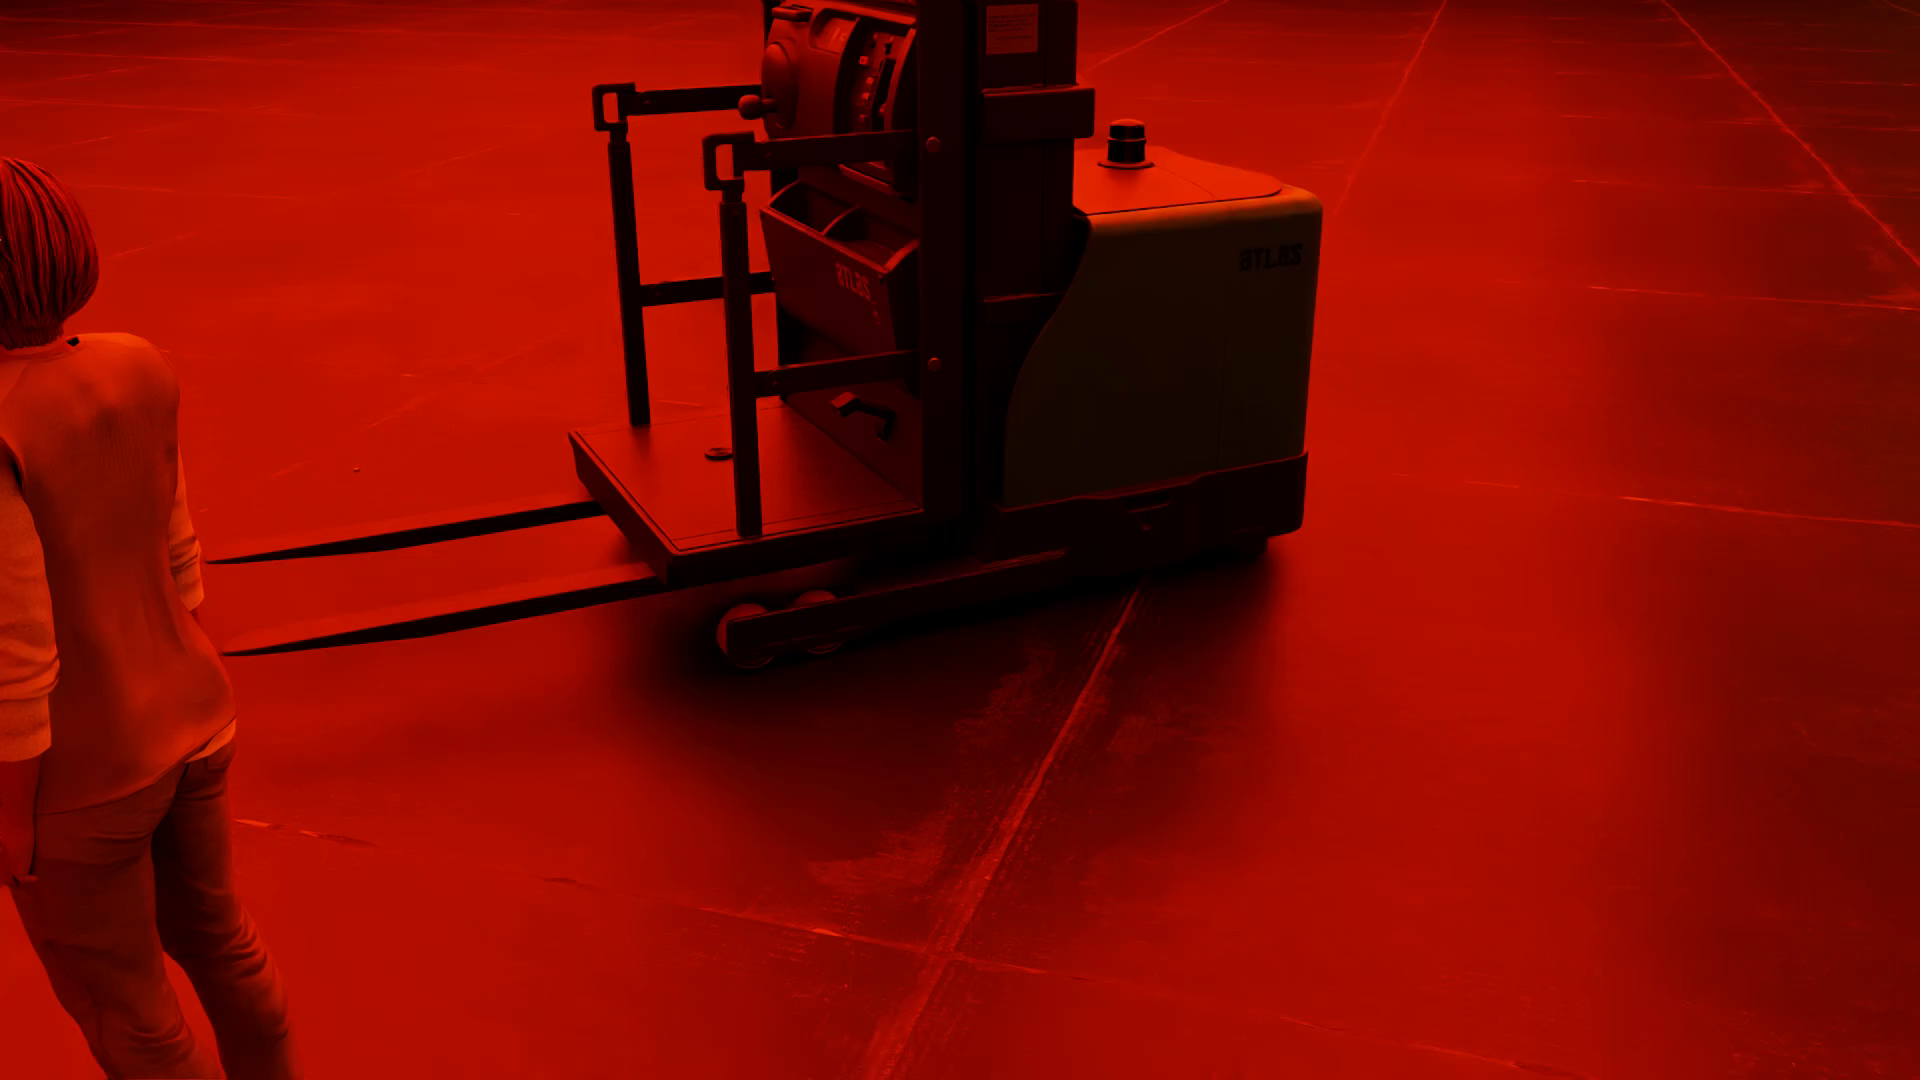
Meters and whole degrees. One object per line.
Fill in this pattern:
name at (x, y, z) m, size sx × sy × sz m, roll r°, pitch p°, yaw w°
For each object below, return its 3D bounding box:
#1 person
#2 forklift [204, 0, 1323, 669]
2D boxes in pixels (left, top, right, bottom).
person at (-1.138, 0.293, 2.211) m, size 0.313 × 1.604 × 0.411 m, roll 5°, pitch 23°, yaw 11°
forklift at (-0.513, -1.251, 4.309) m, size 3.031 × 2.935 × 1.130 m, roll -11°, pitch 25°, yaw -24°
